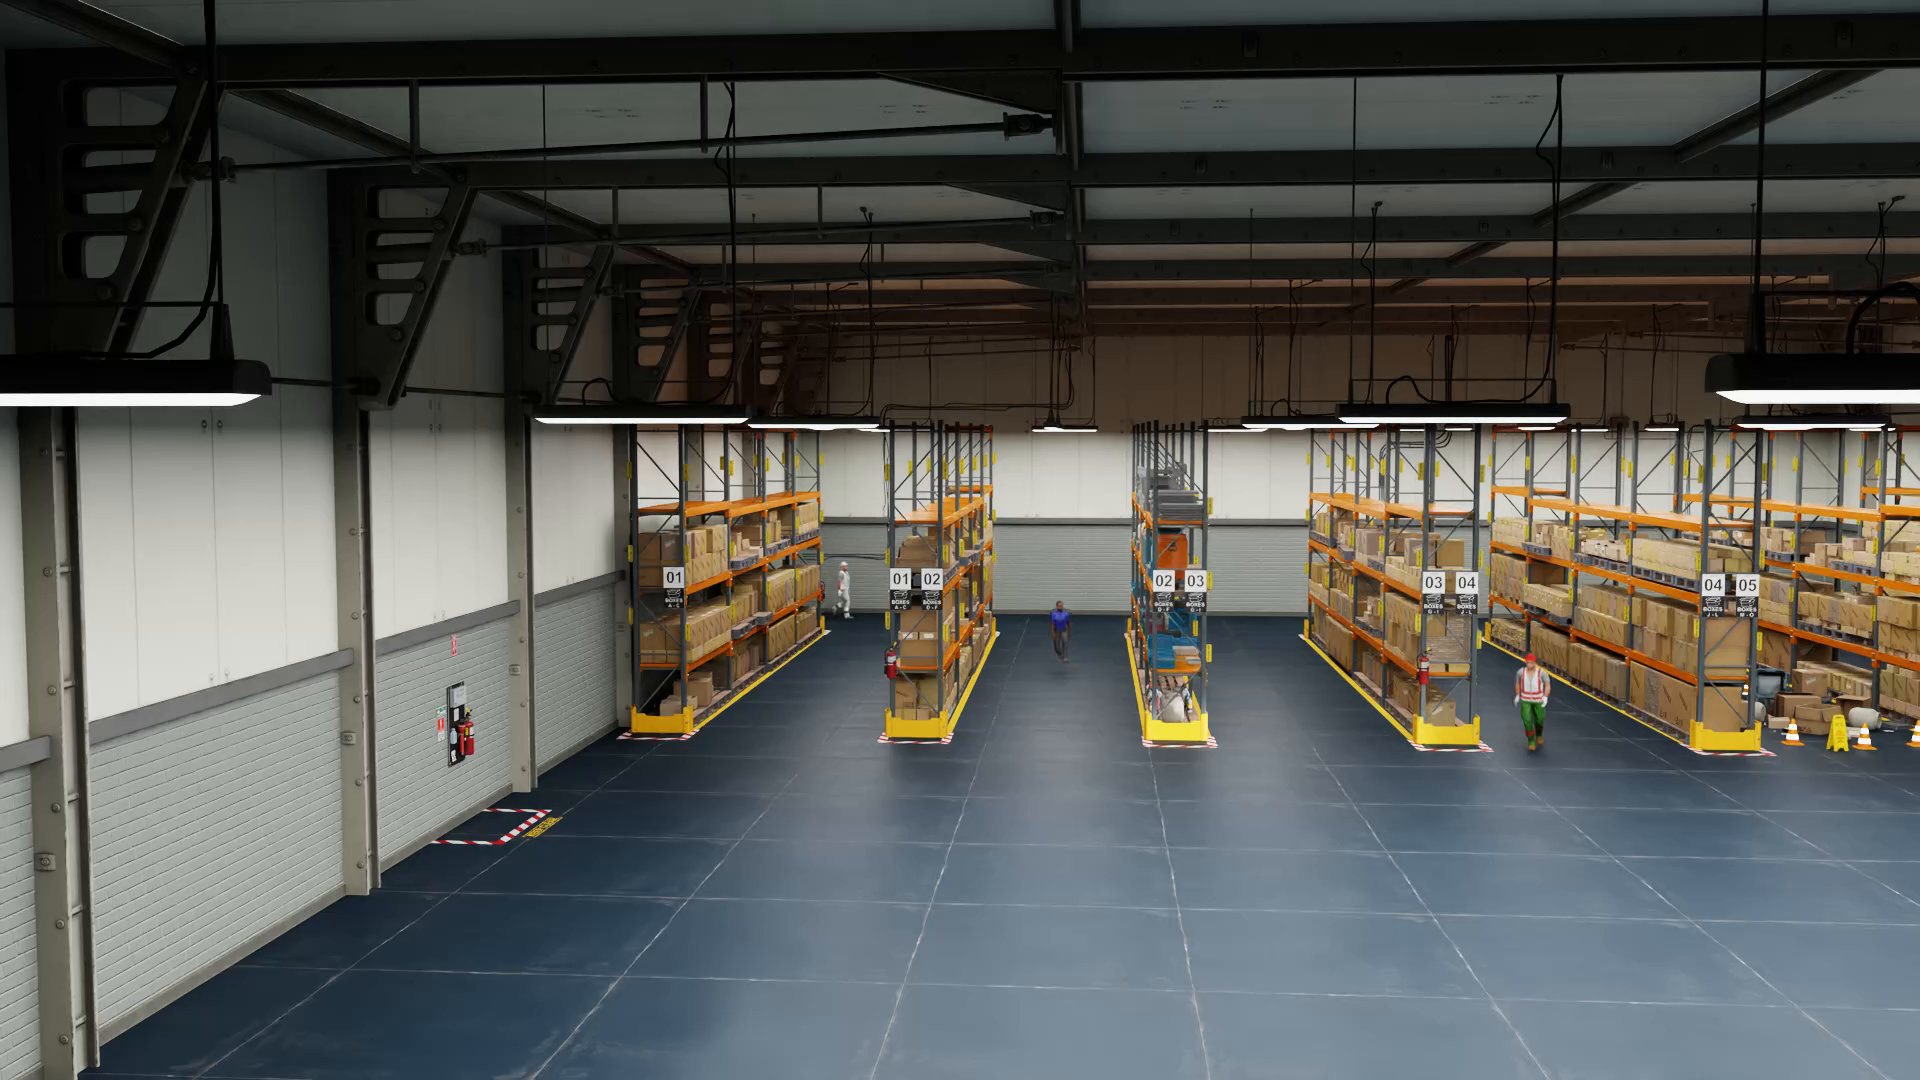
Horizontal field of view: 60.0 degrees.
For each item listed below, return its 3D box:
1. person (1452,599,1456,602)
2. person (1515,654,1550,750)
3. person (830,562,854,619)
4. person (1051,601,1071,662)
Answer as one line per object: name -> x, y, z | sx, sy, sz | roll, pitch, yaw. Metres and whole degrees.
person -> 14.171, 1.920, 47.194 | 0.832, 1.629, 0.491 | -1, 4, -12
person -> 10.445, 2.928, 30.340 | 0.610, 1.760, 0.714 | 2, 4, 24
person -> -3.663, 1.563, 51.640 | 0.785, 1.771, 0.510 | 0, 4, 7
person -> 2.425, 2.196, 40.250 | 0.468, 1.427, 1.030 | 1, 4, 12
